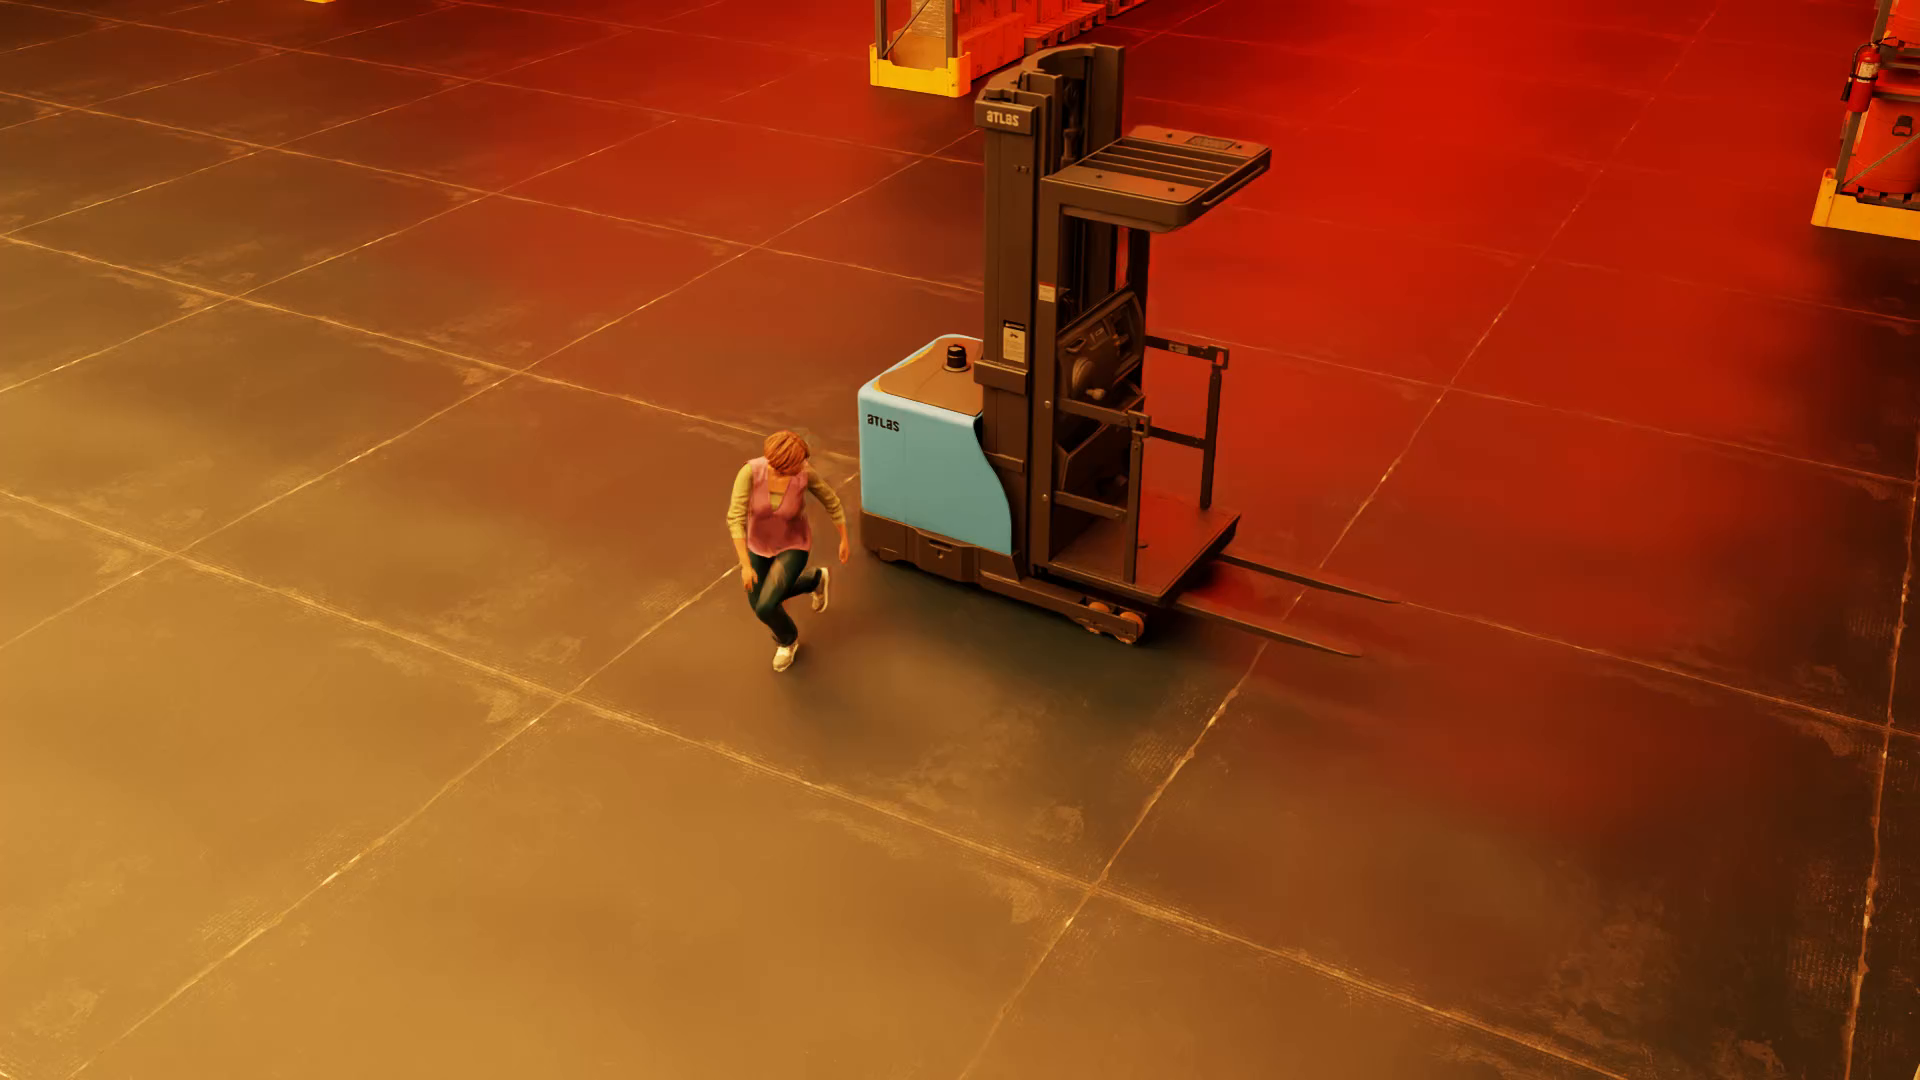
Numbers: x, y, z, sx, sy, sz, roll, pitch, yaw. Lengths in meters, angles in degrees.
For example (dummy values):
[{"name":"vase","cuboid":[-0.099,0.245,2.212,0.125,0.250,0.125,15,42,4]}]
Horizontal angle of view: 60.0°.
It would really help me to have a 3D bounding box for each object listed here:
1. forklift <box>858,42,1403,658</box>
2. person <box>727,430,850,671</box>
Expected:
[{"name":"forklift","cuboid":[0.935,-1.013,8.826,3.031,2.935,1.130,17,34,27]},{"name":"person","cuboid":[-0.861,0.005,8.662,0.542,1.375,0.749,9,31,15]}]
